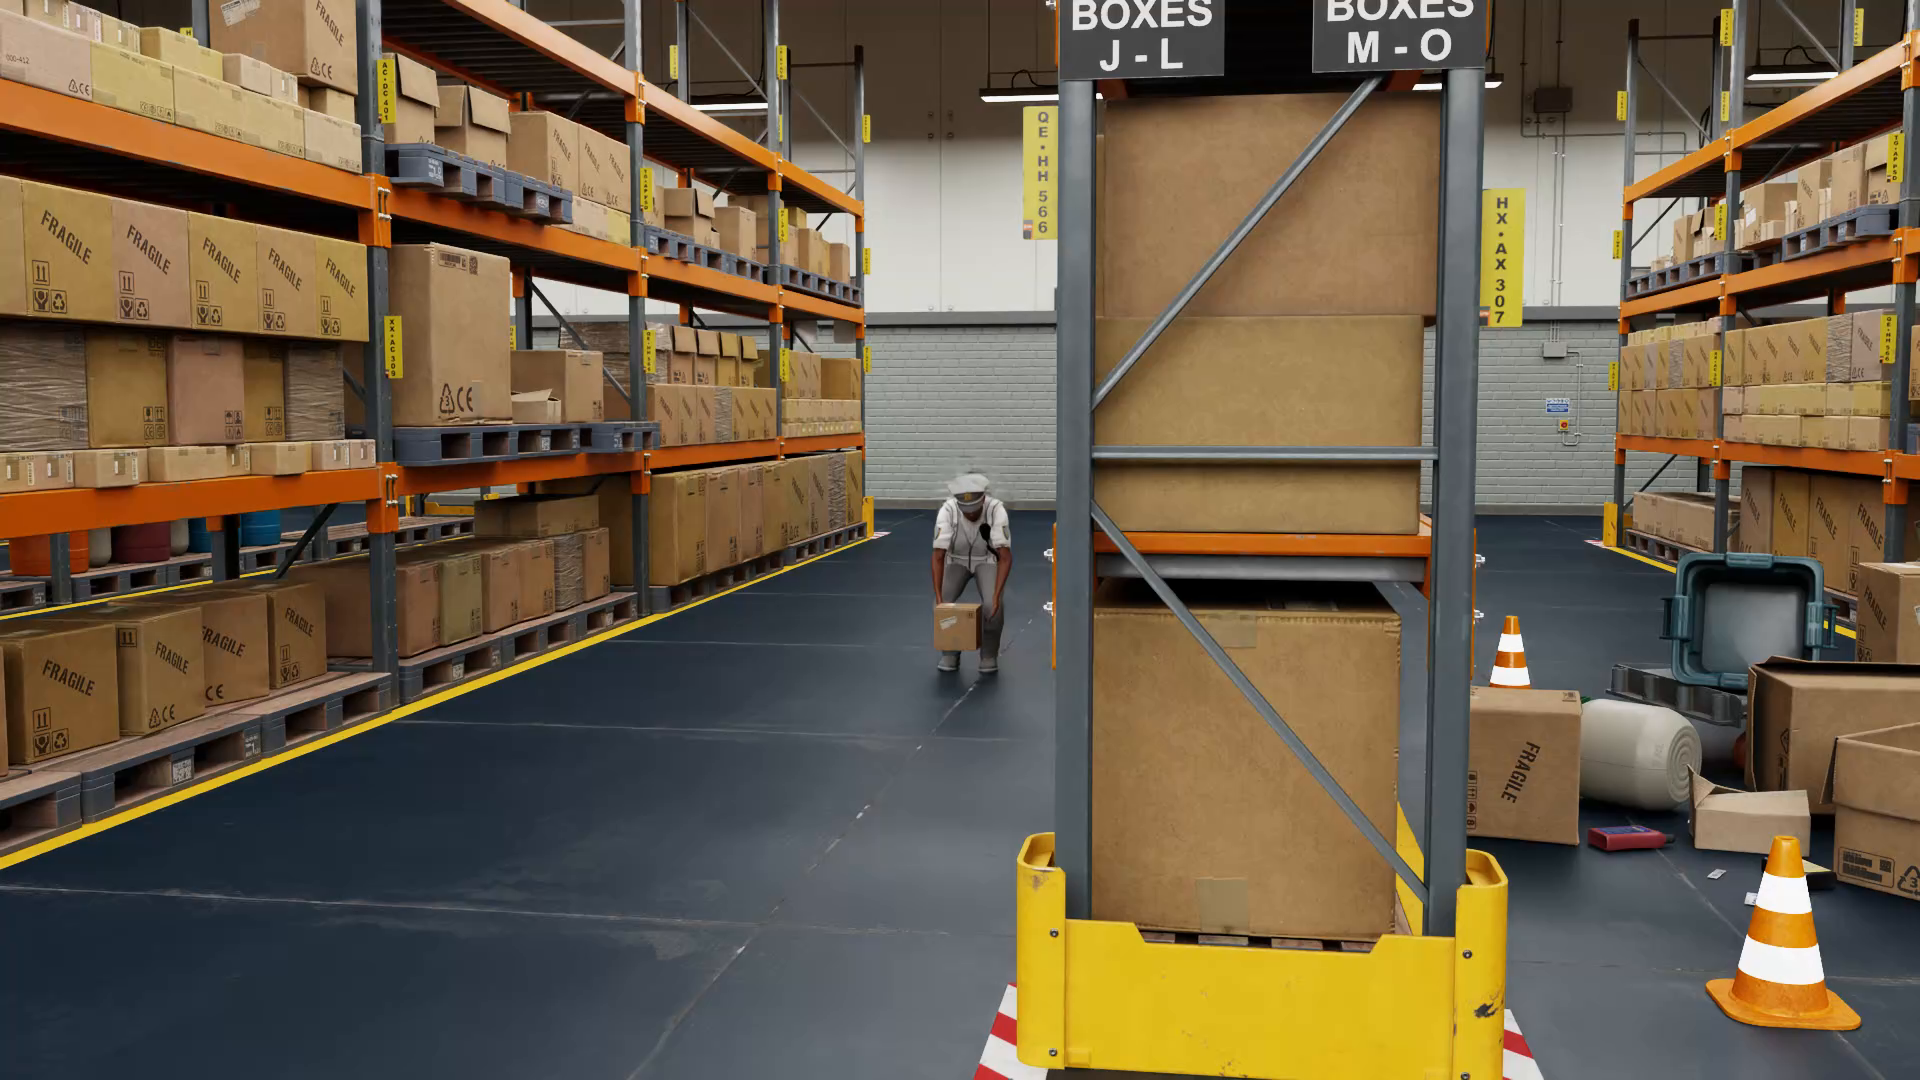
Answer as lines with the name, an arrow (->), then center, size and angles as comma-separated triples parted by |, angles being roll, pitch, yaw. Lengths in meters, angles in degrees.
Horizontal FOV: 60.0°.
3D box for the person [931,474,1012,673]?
person -> 0.084, 0.202, 10.192 | 0.502, 1.222, 0.787 | 1, 5, 9
